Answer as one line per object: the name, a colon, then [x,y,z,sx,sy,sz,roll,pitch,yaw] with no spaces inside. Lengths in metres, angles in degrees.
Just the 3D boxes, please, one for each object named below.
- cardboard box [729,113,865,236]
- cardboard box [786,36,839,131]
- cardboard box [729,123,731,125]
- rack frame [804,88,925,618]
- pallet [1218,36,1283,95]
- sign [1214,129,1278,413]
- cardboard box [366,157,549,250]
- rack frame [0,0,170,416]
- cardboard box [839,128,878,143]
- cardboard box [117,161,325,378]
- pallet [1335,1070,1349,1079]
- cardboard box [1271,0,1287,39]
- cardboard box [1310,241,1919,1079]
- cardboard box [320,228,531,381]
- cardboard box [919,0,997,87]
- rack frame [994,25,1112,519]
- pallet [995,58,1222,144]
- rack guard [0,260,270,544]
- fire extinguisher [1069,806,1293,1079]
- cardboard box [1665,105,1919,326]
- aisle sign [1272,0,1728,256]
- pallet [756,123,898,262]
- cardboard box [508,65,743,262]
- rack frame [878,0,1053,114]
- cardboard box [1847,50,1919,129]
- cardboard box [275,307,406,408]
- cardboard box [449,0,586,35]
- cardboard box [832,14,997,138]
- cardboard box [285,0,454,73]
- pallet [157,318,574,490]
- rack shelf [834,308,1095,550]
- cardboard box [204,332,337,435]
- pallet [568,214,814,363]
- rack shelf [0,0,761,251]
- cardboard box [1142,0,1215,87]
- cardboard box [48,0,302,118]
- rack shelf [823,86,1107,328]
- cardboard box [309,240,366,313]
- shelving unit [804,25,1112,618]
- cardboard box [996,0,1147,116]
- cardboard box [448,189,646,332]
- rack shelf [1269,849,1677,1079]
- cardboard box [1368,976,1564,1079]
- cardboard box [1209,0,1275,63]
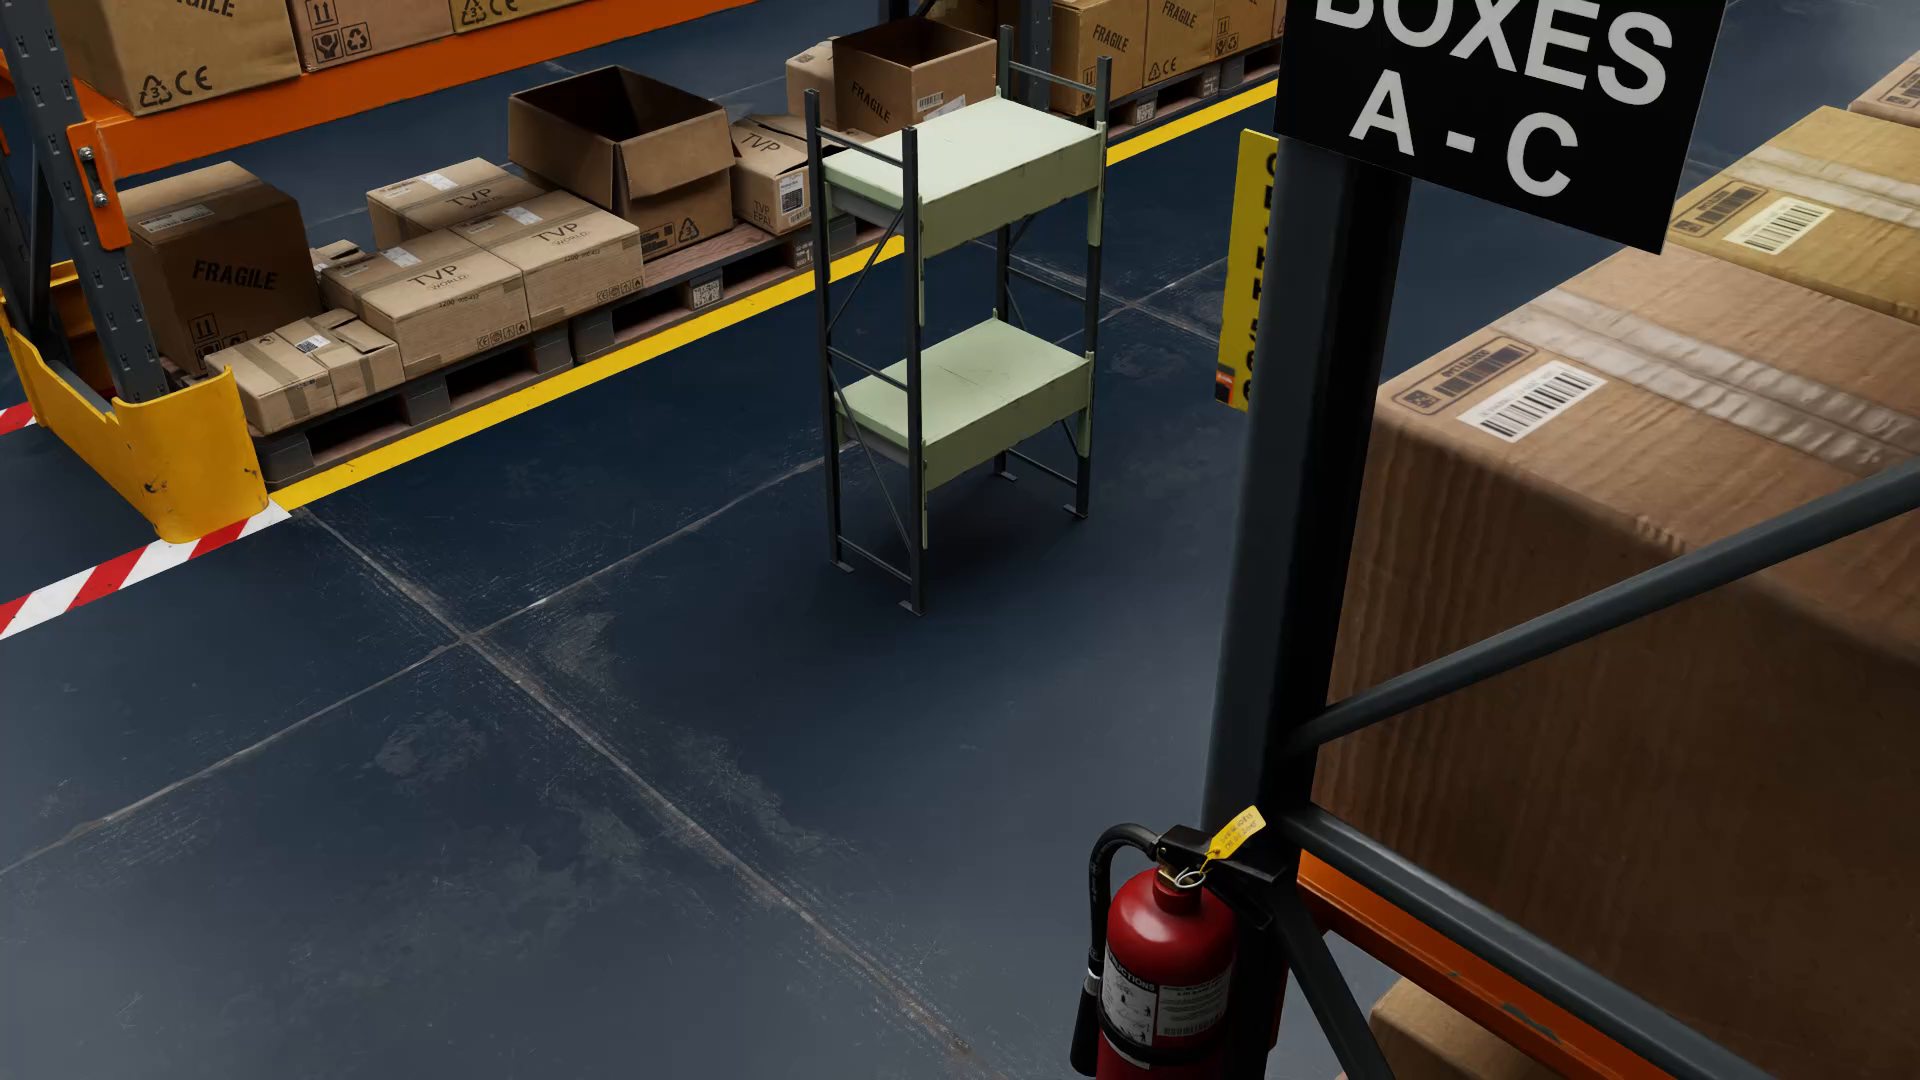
cardboard box: [-0.722,-1.528,6.784,0.500,0.311,0.500,30,45,35]
cardboard box: [-0.442,-2.094,7.597,0.500,0.311,0.500,30,45,35]
cardboard box: [-1.045,-1.680,7.129,0.380,0.166,0.250,30,45,35]
rack frame: [-0.253,-0.469,4.612,0.400,1.500,0.023,30,45,35]
pallet: [1.413,-2.799,9.079,1.003,0.211,1.213,30,45,35]
sign: [0.331,-0.278,1.807,0.100,0.325,0.005,30,45,35]
cardboard box: [-1.912,-1.222,6.400,0.500,0.250,0.500,30,45,35]
rack frame: [-2.811,-1.476,4.745,1.000,3.000,0.127,30,45,35]
cardboard box: [-0.415,-1.589,7.014,0.380,0.149,0.250,30,45,35]
cardboard box: [-2.603,-0.951,5.793,0.500,0.500,0.500,30,45,35]
pallet: [1.215,1.306,3.192,1.003,0.211,1.213,30,45,35]
cardboard box: [1.603,-2.979,8.700,0.500,0.500,0.500,28,43,34]
cardboard box: [1.059,0.185,2.101,0.700,0.700,0.980,-28,43,-34]
cardboard box: [-1.875,-0.838,5.849,0.500,0.250,0.500,30,45,35]
cardboard box: [0.151,-2.571,8.115,0.500,0.500,0.500,29,44,35]
rack frame: [0.263,-0.766,5.038,0.400,1.500,0.023,30,45,35]
pallet: [0.553,-2.302,8.366,1.003,0.211,1.213,30,45,35]
rack guard: [-2.758,-0.482,5.504,1.175,0.500,0.348,30,45,35]
fire extinguisher: [0.273,0.579,2.192,0.296,0.674,0.183,30,45,35]
cardboard box: [1.564,-0.115,2.531,0.980,0.700,0.700,29,44,35]
aisle sign: [0.443,-0.639,1.272,0.394,0.787,0.004,30,45,35]
pallet: [-0.478,-1.678,7.471,1.003,0.211,1.213,30,45,35]
cardboard box: [-1.313,-1.492,6.565,0.797,0.503,0.637,30,45,35]
rack frame: [0.007,-3.100,7.073,1.000,3.000,0.127,30,45,35]
cardboard box: [2.107,-0.421,2.969,0.980,0.700,0.700,27,43,33]
cardboard box: [-2.096,-0.628,5.620,0.380,0.166,0.250,30,45,35]
cardboard box: [-1.596,-2.005,5.416,0.500,0.500,0.500,29,44,35]
cardboard box: [-0.193,-1.910,7.167,0.500,0.500,0.500,30,45,35]
cardboard box: [-1.952,-1.803,5.125,0.500,0.500,0.500,29,44,35]
pallet: [-2.197,-0.687,6.051,1.003,0.211,1.213,30,45,35]
rack shelf: [0.005,-0.350,5.011,0.431,0.370,0.720,30,45,35]
cardboard box: [-2.272,-0.519,5.479,0.380,0.149,0.250,30,45,35]
pallet: [-1.337,-1.180,6.758,1.003,0.211,1.213,30,45,35]
rack shelf: [-1.402,-1.993,6.115,1.077,0.370,4.000,30,45,35]
cardboard box: [0.889,-2.574,8.120,0.500,0.500,0.500,-29,44,-35]
cardboard box: [-2.312,-1.591,4.822,0.500,0.500,0.500,-29,44,-35]
rack shelf: [0.005,-0.938,4.602,0.431,0.370,0.720,30,45,35]
cardboard box: [-2.254,-0.943,6.072,0.380,0.166,0.250,30,45,35]
shelving unit: [0.005,-0.618,4.825,0.431,1.500,0.755,30,45,35]
cardboard box: [0.521,-2.353,7.803,0.500,0.500,0.500,27,43,33]
cardboard box: [-1.522,-1.041,6.140,0.500,0.250,0.500,30,45,35]
rack shelf: [2.116,0.002,3.254,1.077,0.370,4.000,30,45,35]
cardboard box: [1.129,1.047,2.944,0.700,0.500,0.500,30,45,35]
cardboard box: [1.246,-2.774,8.406,0.500,0.500,0.500,-29,44,-35]
